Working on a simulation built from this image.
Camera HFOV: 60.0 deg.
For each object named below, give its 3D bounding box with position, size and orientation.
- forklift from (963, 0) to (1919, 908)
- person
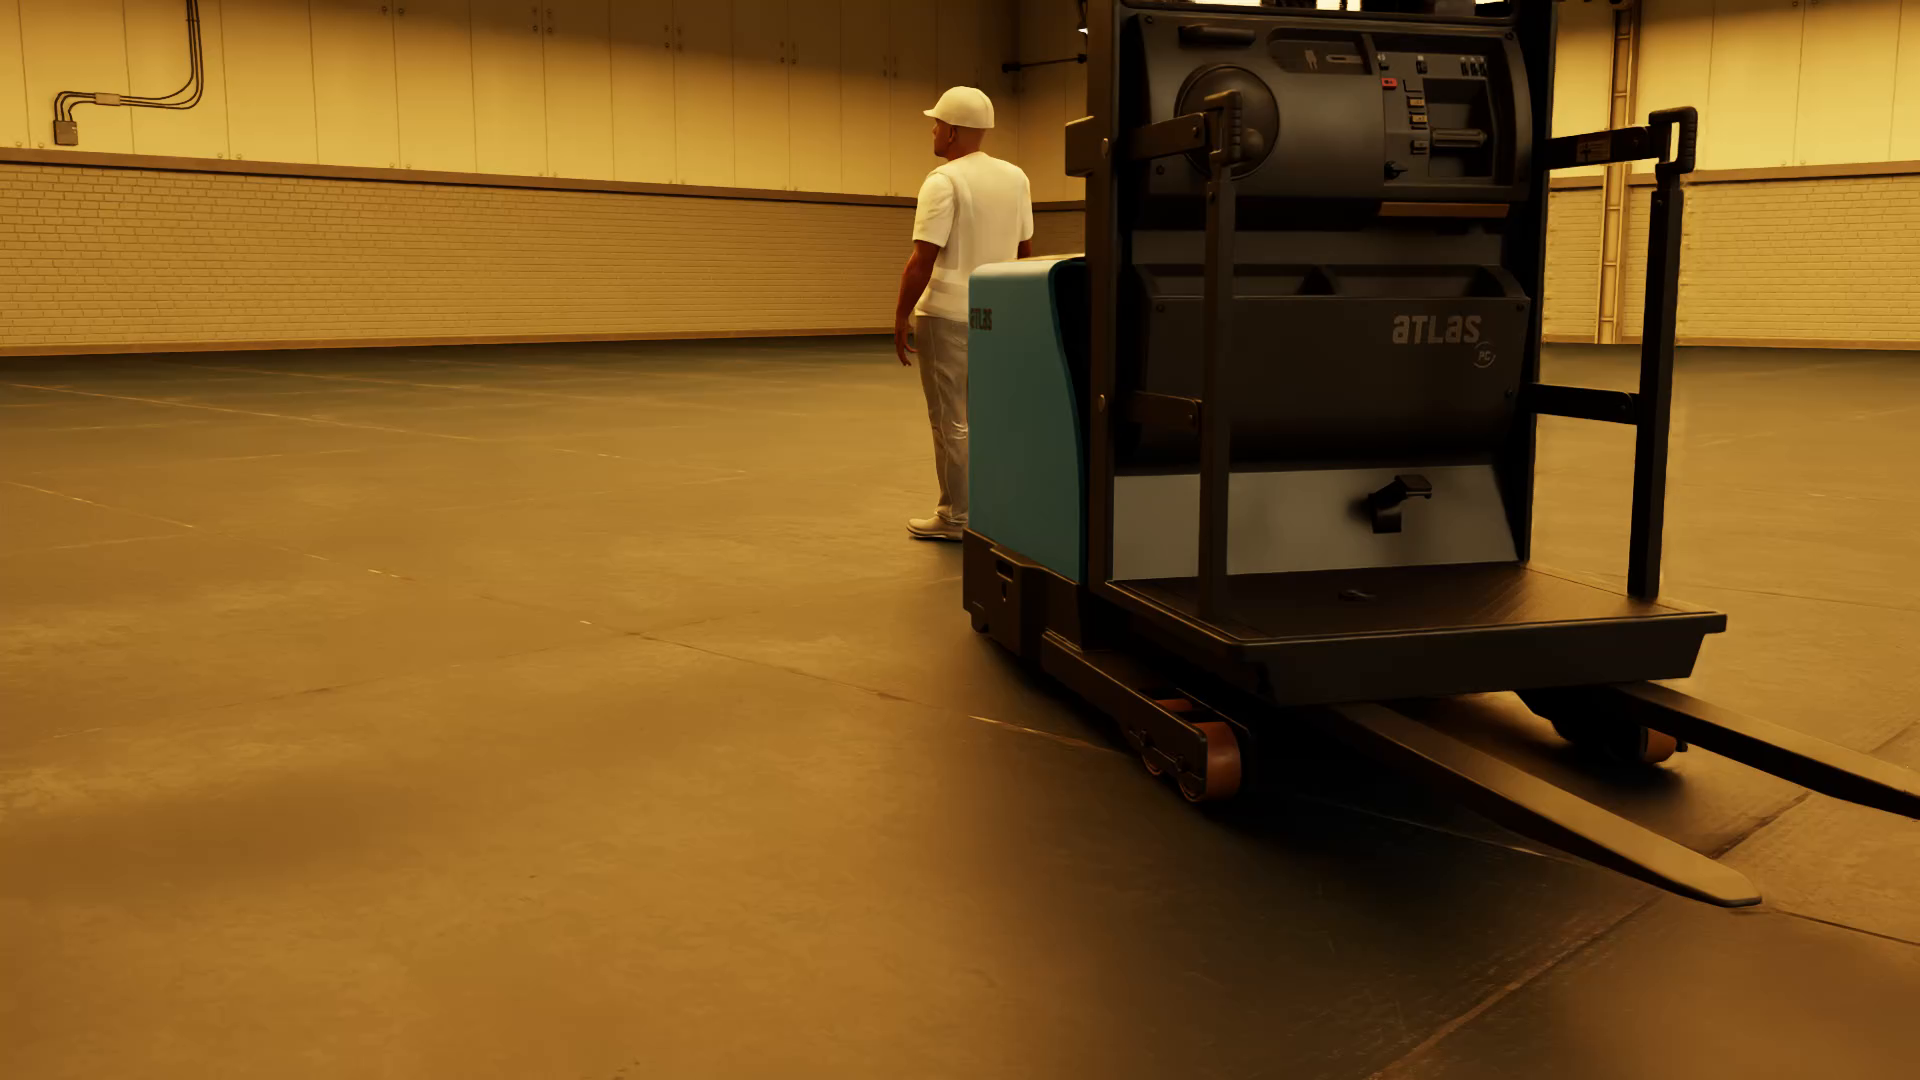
[{"bbox_3d":[0.895,-0.994,3.473,1.130,2.935,3.031,-2,9,-15],"label":"forklift"},{"bbox_3d":[-0.047,-0.888,6.636,0.575,1.768,0.666,8,12,43],"label":"person"}]
